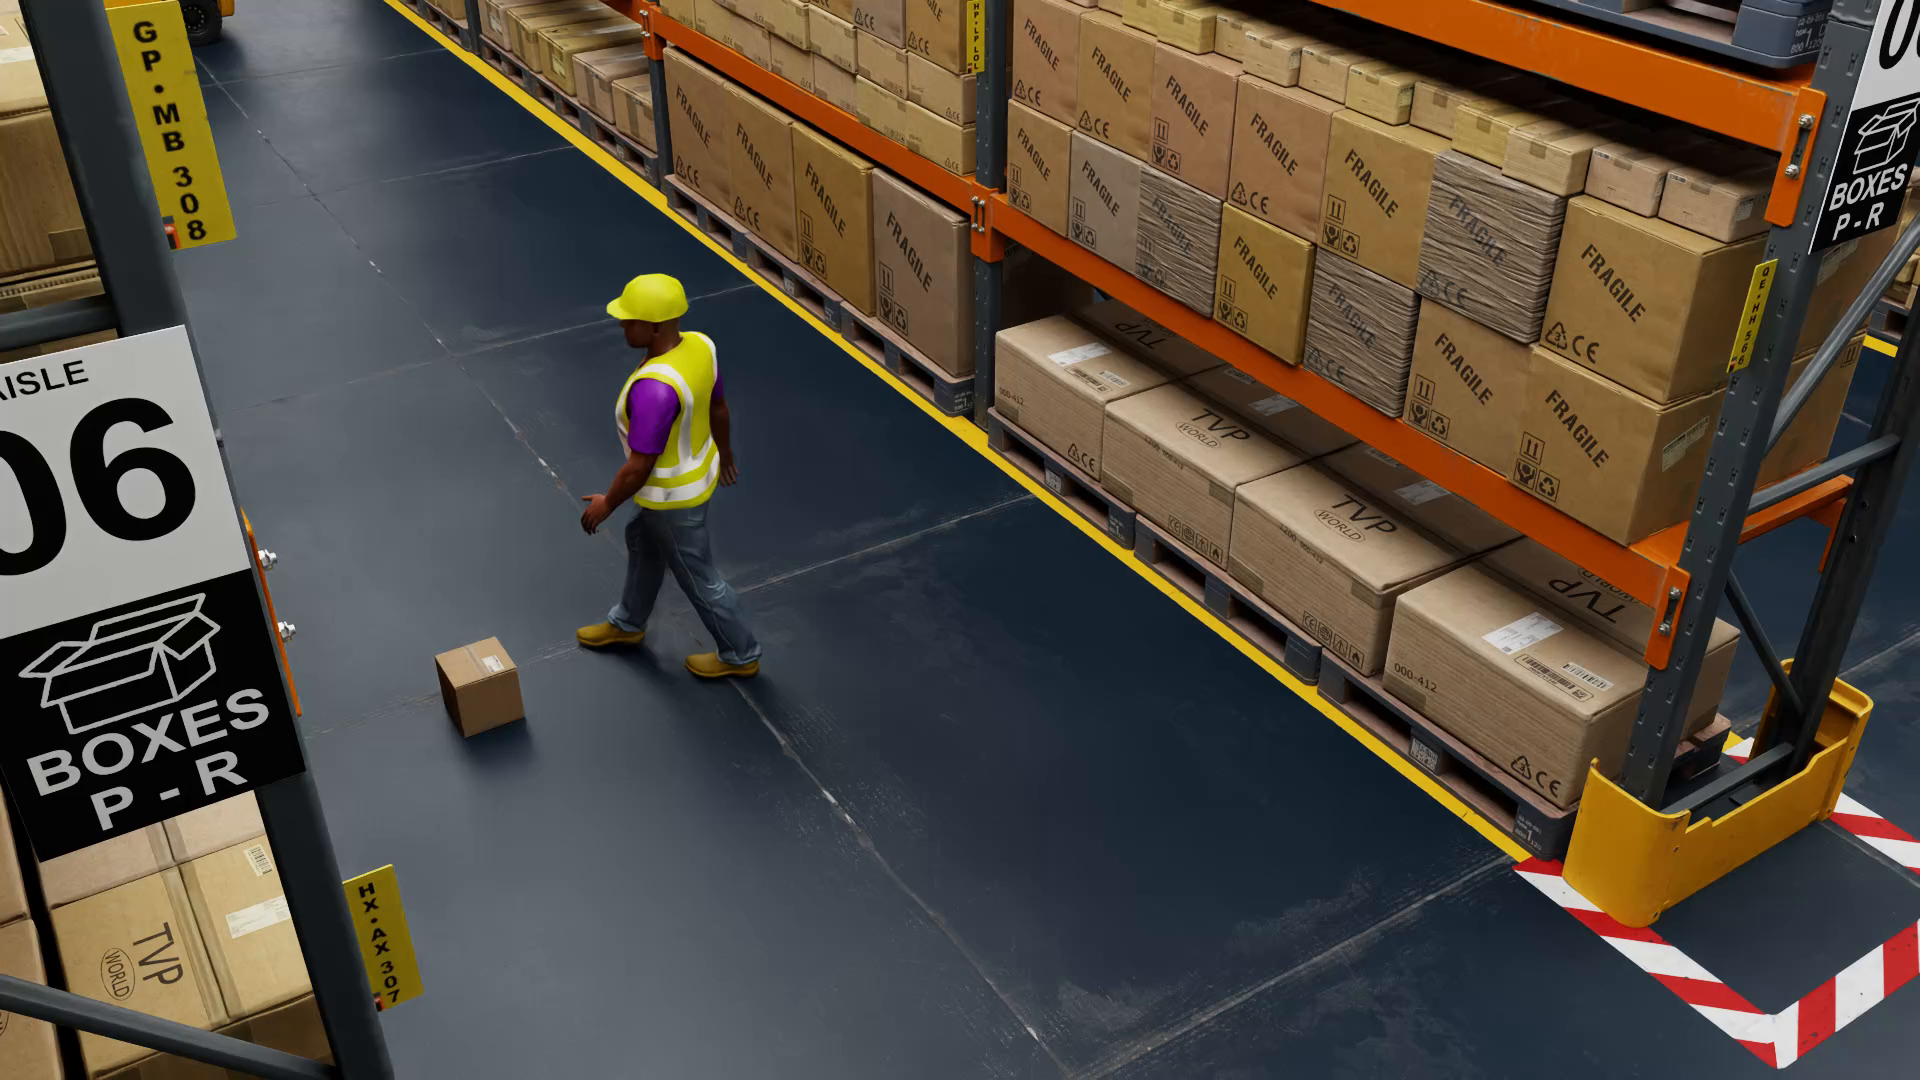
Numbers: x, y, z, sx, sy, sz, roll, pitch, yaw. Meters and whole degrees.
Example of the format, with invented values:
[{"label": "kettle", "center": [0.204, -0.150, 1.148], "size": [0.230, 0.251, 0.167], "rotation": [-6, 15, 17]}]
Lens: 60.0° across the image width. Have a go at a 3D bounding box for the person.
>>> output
[{"label": "person", "center": [-1.257, -0.238, 6.480], "size": [0.898, 1.729, 0.669], "rotation": [3, 33, 5]}]
